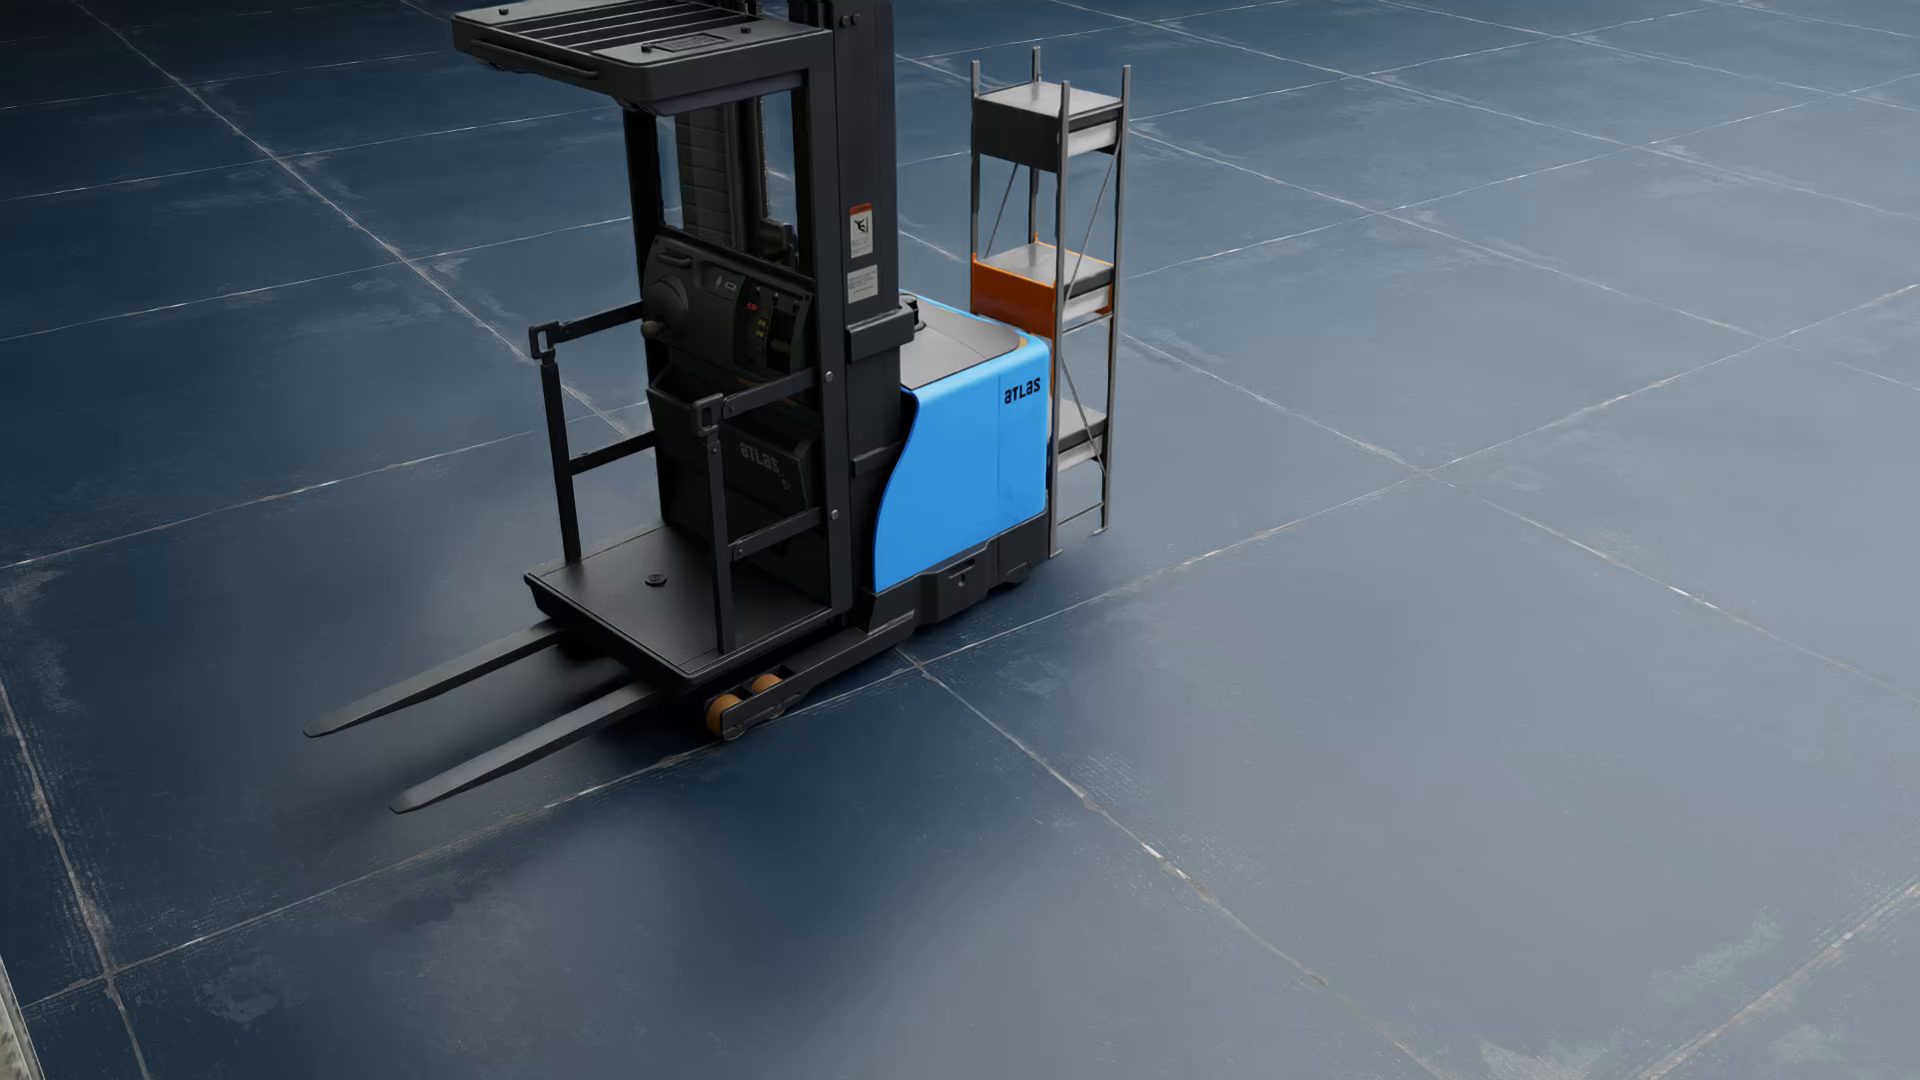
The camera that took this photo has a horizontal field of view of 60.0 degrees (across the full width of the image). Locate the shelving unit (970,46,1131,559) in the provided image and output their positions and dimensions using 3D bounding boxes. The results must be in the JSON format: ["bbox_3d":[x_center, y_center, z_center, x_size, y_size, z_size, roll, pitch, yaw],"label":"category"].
[{"bbox_3d":[0.363,-0.990,7.174,0.503,2.100,0.431,25,37,38],"label":"shelving unit"}]

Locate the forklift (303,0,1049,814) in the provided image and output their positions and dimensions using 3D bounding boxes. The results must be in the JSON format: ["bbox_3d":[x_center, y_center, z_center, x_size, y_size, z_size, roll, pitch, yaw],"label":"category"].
[{"bbox_3d":[-1.013,-0.823,5.995,1.130,2.935,3.031,25,37,38],"label":"forklift"}]

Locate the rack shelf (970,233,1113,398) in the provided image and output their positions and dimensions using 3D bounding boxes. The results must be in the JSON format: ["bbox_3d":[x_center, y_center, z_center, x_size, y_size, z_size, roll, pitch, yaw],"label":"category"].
[{"bbox_3d":[0.363,-0.978,7.180,0.480,0.518,0.431,25,37,38],"label":"rack shelf"}]

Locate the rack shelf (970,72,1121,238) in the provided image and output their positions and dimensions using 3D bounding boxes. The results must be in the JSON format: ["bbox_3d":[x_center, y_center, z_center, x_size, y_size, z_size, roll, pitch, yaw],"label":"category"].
[{"bbox_3d":[0.363,-1.593,6.846,0.480,0.518,0.431,25,37,38],"label":"rack shelf"}]

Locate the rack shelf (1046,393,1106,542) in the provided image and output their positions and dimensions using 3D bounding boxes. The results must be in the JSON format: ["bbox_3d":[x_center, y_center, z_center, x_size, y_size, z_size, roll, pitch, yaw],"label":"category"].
[{"bbox_3d":[0.363,-0.363,7.514,0.480,0.518,0.431,25,37,38],"label":"rack shelf"}]

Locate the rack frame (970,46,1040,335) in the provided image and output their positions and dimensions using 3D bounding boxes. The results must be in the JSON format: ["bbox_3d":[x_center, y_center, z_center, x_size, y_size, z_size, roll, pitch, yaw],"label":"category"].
[{"bbox_3d":[0.190,-1.072,7.325,0.015,2.100,0.400,25,37,38],"label":"rack frame"}]

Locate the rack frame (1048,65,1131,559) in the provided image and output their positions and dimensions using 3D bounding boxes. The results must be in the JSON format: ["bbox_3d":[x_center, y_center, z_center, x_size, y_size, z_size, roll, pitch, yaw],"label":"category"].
[{"bbox_3d":[0.536,-0.908,7.023,0.015,2.100,0.400,25,37,38],"label":"rack frame"}]
